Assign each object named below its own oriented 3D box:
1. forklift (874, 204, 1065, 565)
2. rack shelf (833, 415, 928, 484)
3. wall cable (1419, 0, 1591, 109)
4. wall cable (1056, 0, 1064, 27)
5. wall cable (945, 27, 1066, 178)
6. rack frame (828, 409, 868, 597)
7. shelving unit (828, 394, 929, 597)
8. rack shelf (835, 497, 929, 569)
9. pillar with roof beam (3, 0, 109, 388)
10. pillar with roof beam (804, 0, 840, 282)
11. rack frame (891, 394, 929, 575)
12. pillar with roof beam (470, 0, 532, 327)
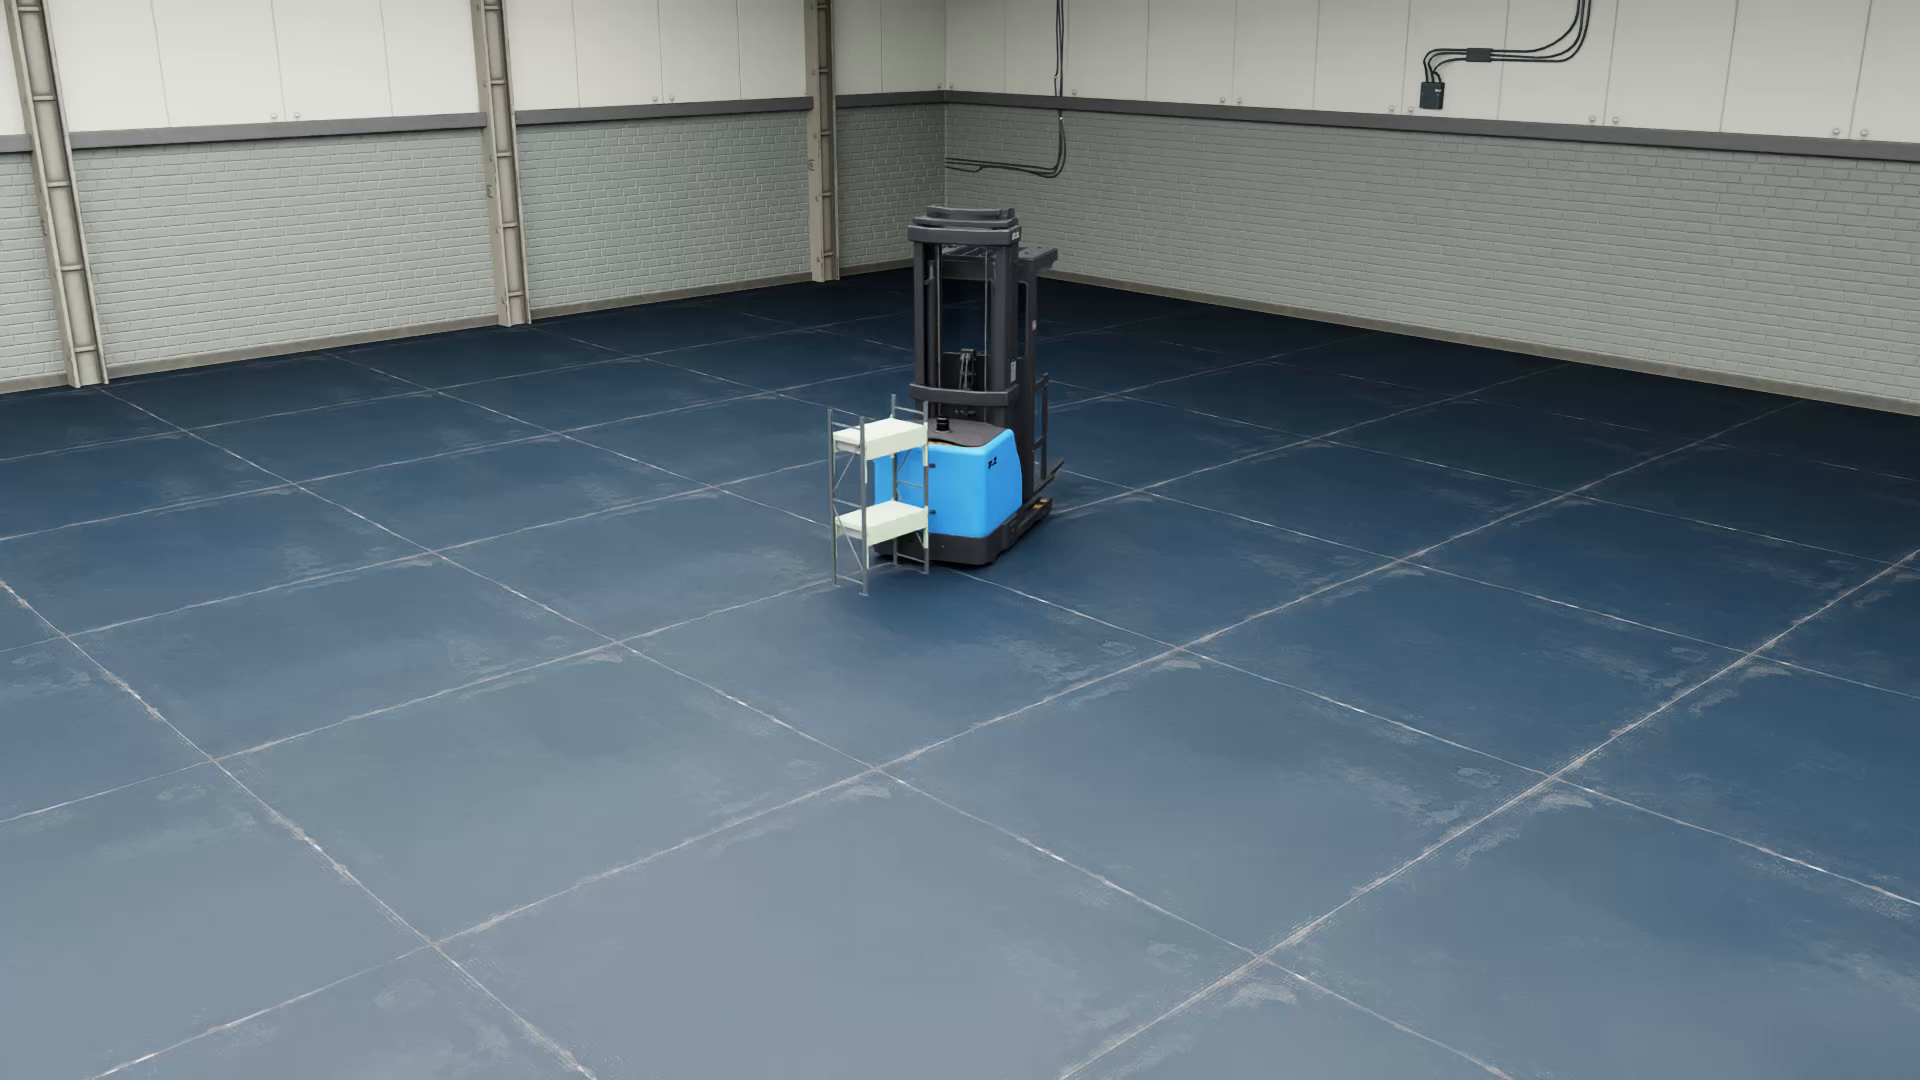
[{"bbox_3d":[0.230,-1.600,15.167,1.130,2.935,3.031,6,19,19],"label":"forklift"},{"bbox_3d":[-0.662,-0.748,13.595,0.431,0.370,0.720,16,24,40],"label":"rack shelf"},{"bbox_3d":[7.218,-8.624,21.478,0.169,6.003,2.305,-16,24,-41],"label":"wall cable"},{"bbox_3d":[2.565,-9.456,26.405,0.112,2.526,3.097,-16,24,-41],"label":"wall cable"},{"bbox_3d":[0.707,-7.660,29.054,0.112,2.526,3.097,-16,24,-41],"label":"wall cable"},{"bbox_3d":[-0.908,-0.293,13.457,0.400,1.500,0.023,16,24,40],"label":"rack frame"},{"bbox_3d":[-0.662,-0.377,13.715,0.431,1.500,0.755,16,24,40],"label":"shelving unit"},{"bbox_3d":[-0.662,-0.067,13.816,0.431,0.370,0.720,16,24,40],"label":"rack shelf"},{"bbox_3d":[-8.104,-5.301,16.745,0.400,9.000,9.100,-16,24,-41],"label":"pillar with roof beam"},{"bbox_3d":[0.615,-7.844,24.588,0.400,9.000,9.100,-16,24,-41],"label":"pillar with roof beam"},{"bbox_3d":[-0.417,-0.460,13.973,0.400,1.500,0.023,16,24,40],"label":"rack frame"},{"bbox_3d":[-3.744,-6.573,20.666,0.400,9.000,9.100,-16,24,-41],"label":"pillar with roof beam"}]
